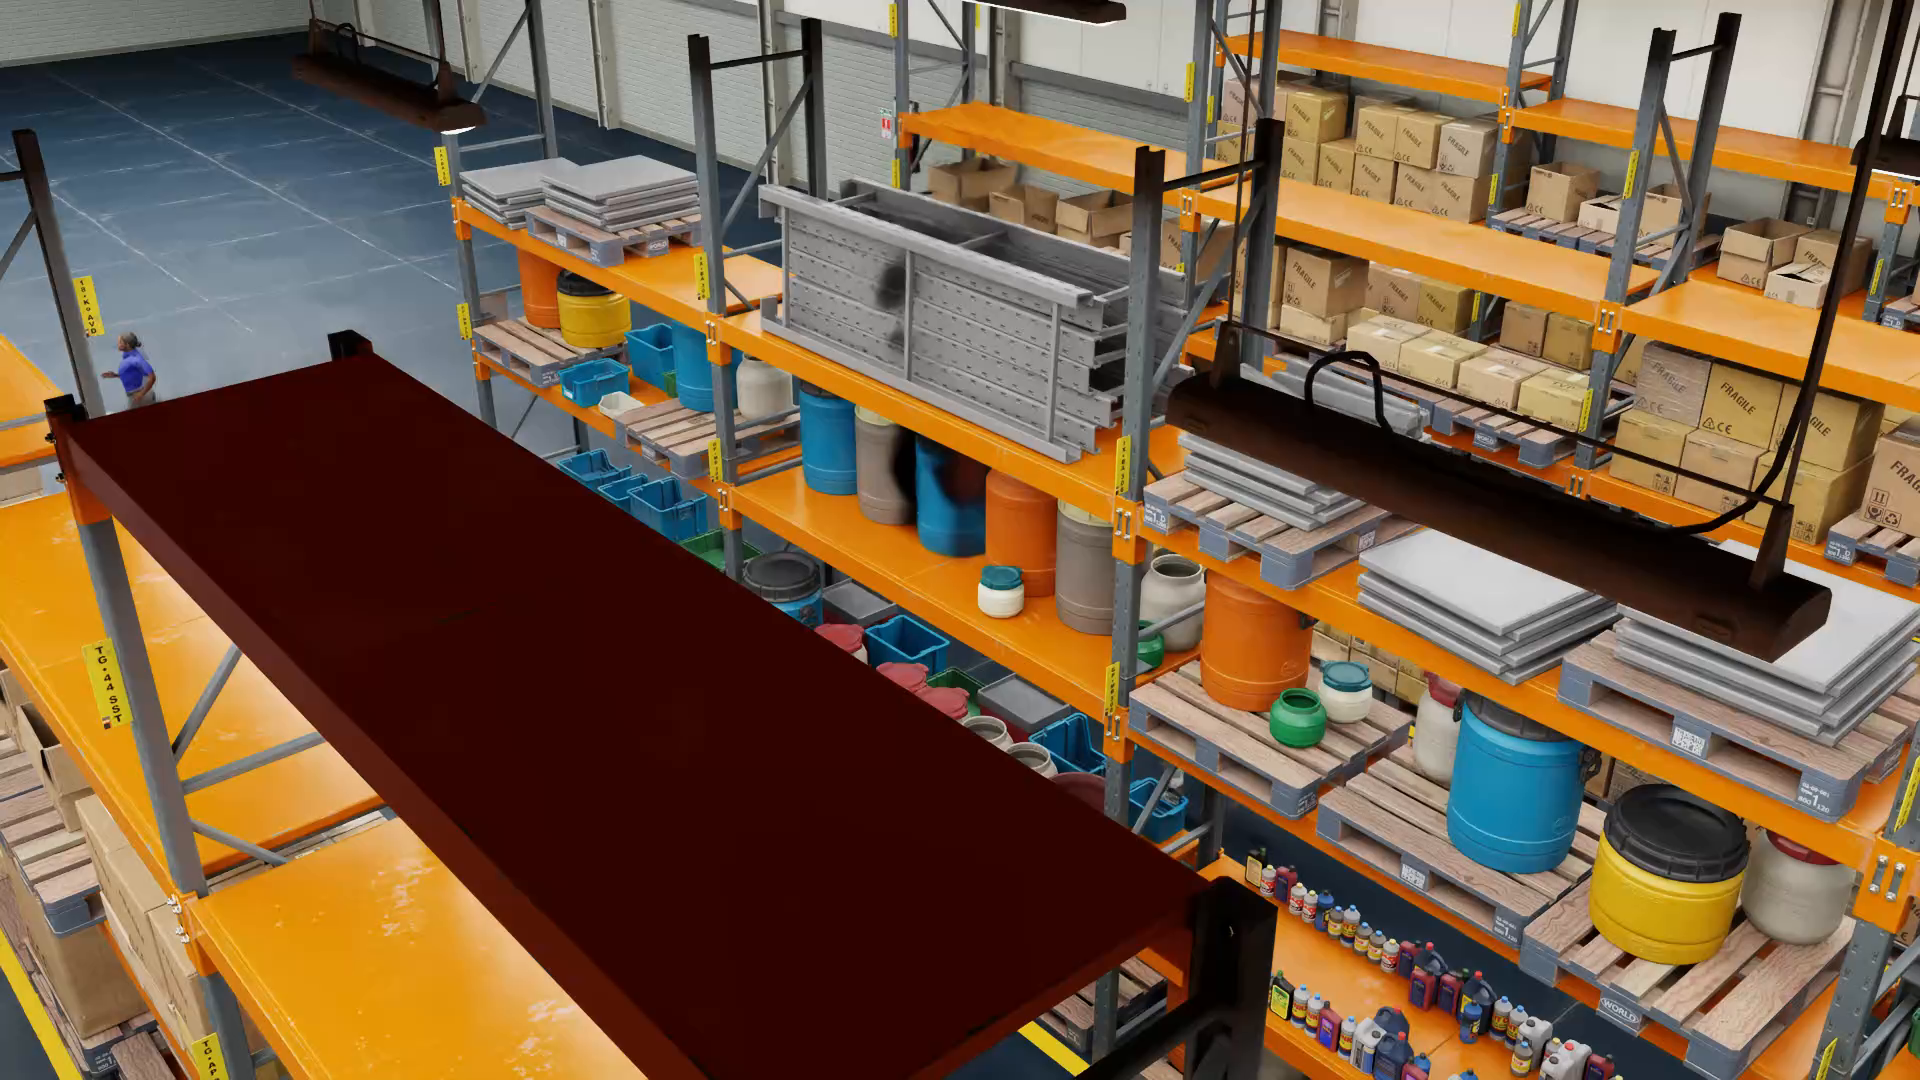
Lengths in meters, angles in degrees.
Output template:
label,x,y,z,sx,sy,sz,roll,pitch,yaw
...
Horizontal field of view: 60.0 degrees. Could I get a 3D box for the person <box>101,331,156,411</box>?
label,x,y,z,sx,sy,sz,roll,pitch,yaw
person,-9.228,-1.548,18.771,0.772,1.701,0.566,-8,28,-15

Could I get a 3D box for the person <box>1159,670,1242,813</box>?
label,x,y,z,sx,sy,sz,roll,pitch,yaw
person,1.885,1.422,12.839,0.873,1.758,0.643,18,32,32
